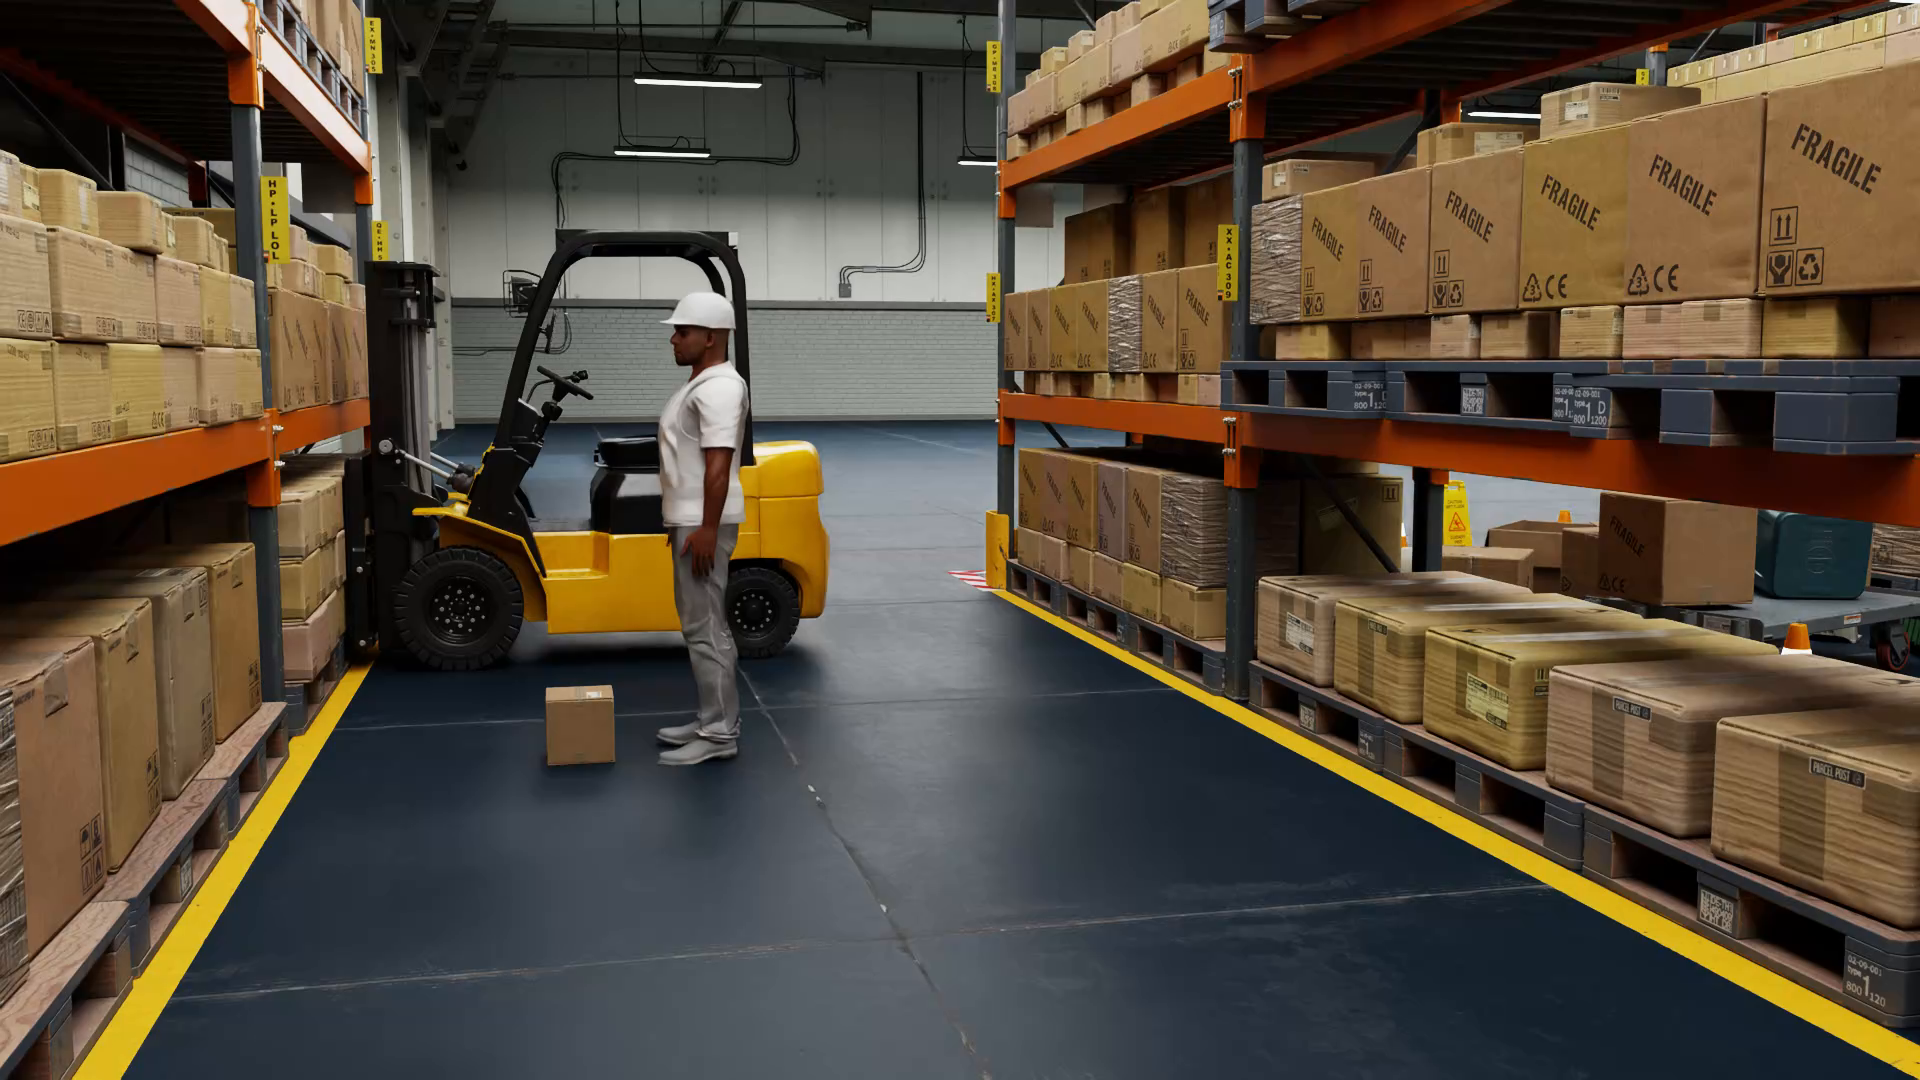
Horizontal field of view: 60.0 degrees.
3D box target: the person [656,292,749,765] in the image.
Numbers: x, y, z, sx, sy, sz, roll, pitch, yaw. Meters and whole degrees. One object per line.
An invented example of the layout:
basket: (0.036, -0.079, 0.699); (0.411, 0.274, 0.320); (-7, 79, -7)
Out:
person: (-0.994, -0.050, 6.374); (0.372, 1.780, 0.570); (-1, 6, -13)
